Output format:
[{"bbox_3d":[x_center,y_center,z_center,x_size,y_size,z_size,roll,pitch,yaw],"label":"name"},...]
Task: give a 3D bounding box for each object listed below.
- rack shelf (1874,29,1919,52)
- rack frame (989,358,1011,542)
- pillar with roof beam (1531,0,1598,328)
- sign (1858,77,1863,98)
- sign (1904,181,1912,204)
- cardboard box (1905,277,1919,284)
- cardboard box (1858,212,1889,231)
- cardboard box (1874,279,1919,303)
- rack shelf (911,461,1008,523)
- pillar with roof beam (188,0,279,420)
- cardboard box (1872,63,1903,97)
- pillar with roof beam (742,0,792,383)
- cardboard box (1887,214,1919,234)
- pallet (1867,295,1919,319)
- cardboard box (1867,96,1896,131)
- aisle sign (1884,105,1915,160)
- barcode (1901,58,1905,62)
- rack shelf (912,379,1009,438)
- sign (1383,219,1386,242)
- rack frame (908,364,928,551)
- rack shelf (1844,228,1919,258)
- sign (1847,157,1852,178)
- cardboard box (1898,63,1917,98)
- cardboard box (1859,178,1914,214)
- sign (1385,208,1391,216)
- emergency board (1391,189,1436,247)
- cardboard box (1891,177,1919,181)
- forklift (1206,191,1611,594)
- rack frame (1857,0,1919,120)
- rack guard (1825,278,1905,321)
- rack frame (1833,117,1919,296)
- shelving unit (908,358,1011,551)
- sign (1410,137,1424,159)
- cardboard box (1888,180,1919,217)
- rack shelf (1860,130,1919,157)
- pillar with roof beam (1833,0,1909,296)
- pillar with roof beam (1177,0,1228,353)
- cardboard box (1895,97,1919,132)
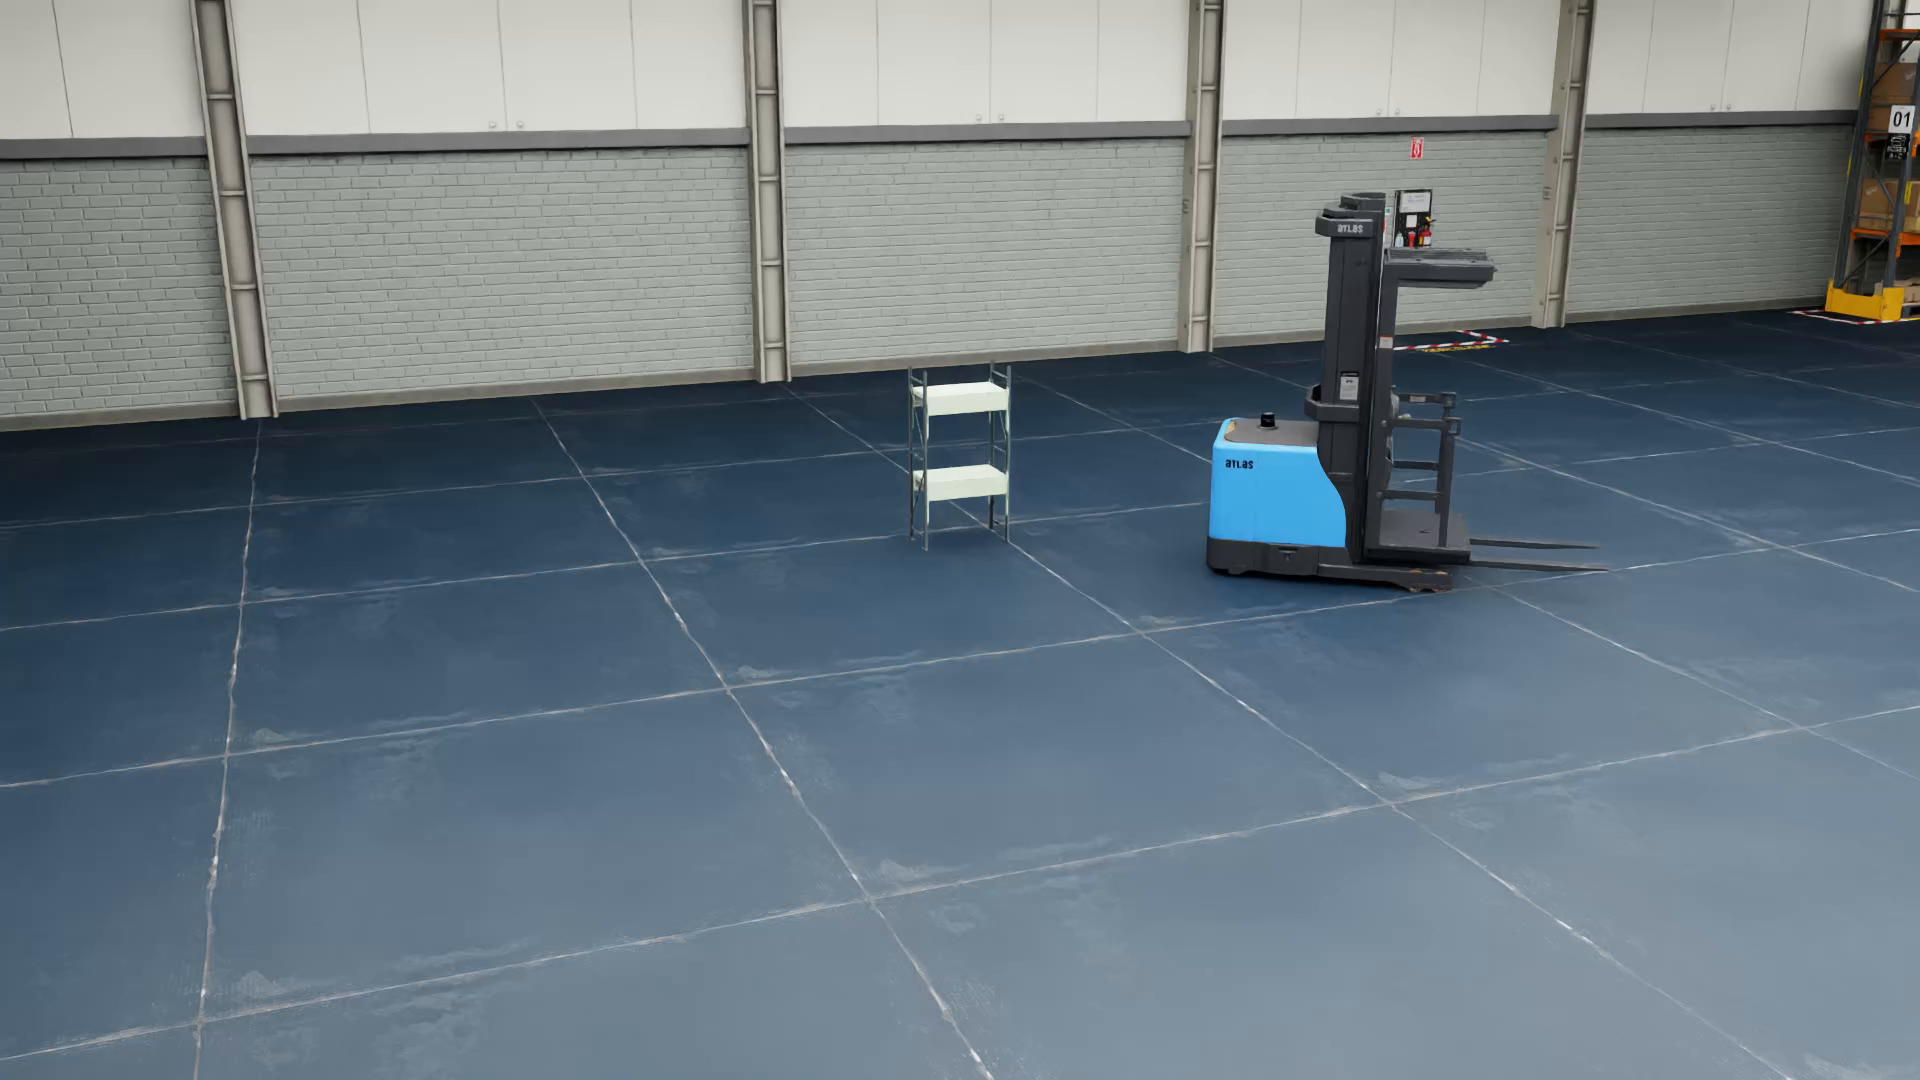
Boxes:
[{"bbox_3d":[15.977,-7.705,25.648,4.000,0.370,1.077,-6,17,-20],"label":"rack shelf"},{"bbox_3d":[0.336,-0.756,14.010,0.023,1.500,0.400,-6,17,-20],"label":"rack frame"},{"bbox_3d":[10.392,-6.411,19.957,0.400,9.000,9.100,-6,17,-20],"label":"pillar with roof beam"},{"bbox_3d":[13.930,-6.984,25.661,0.005,0.325,0.100,-6,17,-20],"label":"sign"},{"bbox_3d":[14.304,-5.244,25.096,0.005,0.325,0.100,-6,17,-20],"label":"sign"},{"bbox_3d":[15.320,-3.996,26.374,0.500,0.311,0.500,-5,17,-15],"label":"cardboard box"},{"bbox_3d":[14.477,-5.007,26.057,0.500,0.250,0.500,-6,17,-19],"label":"cardboard box"},{"bbox_3d":[14.788,-3.939,26.178,0.500,0.311,0.500,-8,18,-26],"label":"cardboard box"},{"bbox_3d":[-0.006,-0.406,13.976,0.720,0.370,0.431,-6,17,-20],"label":"rack shelf"},{"bbox_3d":[-6.417,-4.596,13.777,0.400,9.000,9.100,-6,17,-20],"label":"pillar with roof beam"},{"bbox_3d":[14.419,-7.060,25.506,0.500,0.500,0.500,-5,17,-18],"label":"cardboard box"},{"bbox_3d":[-0.814,-5.201,15.837,0.400,9.000,9.100,-6,17,-20],"label":"pillar with roof beam"},{"bbox_3d":[14.679,-4.875,25.606,0.500,0.250,0.500,-7,18,-22],"label":"cardboard box"},{"bbox_3d":[14.952,-3.714,26.371,1.213,0.211,1.003,-6,17,-20],"label":"pallet"},{"bbox_3d":[14.409,-6.577,25.635,0.500,0.500,0.500,-5,17,-16],"label":"cardboard box"},{"bbox_3d":[14.150,-6.133,25.045,0.004,0.787,0.394,-6,17,-20],"label":"aisle sign"},{"bbox_3d":[14.594,-7.429,25.734,0.075,0.075,0.001,-6,17,-20],"label":"barcode"},{"bbox_3d":[-0.006,-1.093,13.775,0.720,0.370,0.431,-6,17,-20],"label":"rack shelf"},{"bbox_3d":[5.977,-4.414,23.743,0.234,0.329,0.001,-6,17,-20],"label":"sign"},{"bbox_3d":[-0.348,-0.682,13.759,0.023,1.500,0.400,-6,17,-20],"label":"rack frame"},{"bbox_3d":[15.977,-4.828,26.492,4.000,0.370,1.077,-6,17,-20],"label":"rack shelf"},{"bbox_3d":[13.930,-5.827,26.001,0.005,0.325,0.100,-6,17,-20],"label":"sign"},{"bbox_3d":[14.556,-6.923,25.039,0.500,0.500,0.500,-8,18,-24],"label":"cardboard box"},{"bbox_3d":[14.474,-5.372,25.969,0.500,0.500,0.500,-6,18,-21],"label":"cardboard box"},{"bbox_3d":[5.984,-4.667,23.662,0.331,0.109,0.001,-6,17,-20],"label":"sign"},{"bbox_3d":[6.530,-4.426,23.845,0.643,1.169,0.194,-6,17,-20],"label":"emergency board"},{"bbox_3d":[14.947,-5.421,26.133,0.500,0.500,0.500,-6,17,-19],"label":"cardboard box"},{"bbox_3d":[3.526,-1.162,12.855,3.031,2.935,1.130,4,17,13],"label":"forklift"},{"bbox_3d":[14.110,-7.850,24.859,0.127,3.000,1.000,-6,17,-20],"label":"rack frame"},{"bbox_3d":[14.181,-3.780,26.083,0.348,0.500,1.175,-6,17,-20],"label":"rack guard"},{"bbox_3d":[14.110,-4.972,25.704,0.127,3.000,1.000,-6,17,-20],"label":"rack frame"},{"bbox_3d":[-0.006,-0.719,13.885,0.755,1.500,0.431,-6,17,-20],"label":"shelving unit"},{"bbox_3d":[6.487,-5.563,23.605,0.199,0.298,0.001,-6,17,-20],"label":"sign"},{"bbox_3d":[14.663,-5.238,25.512,0.500,0.500,0.500,-6,17,-20],"label":"cardboard box"},{"bbox_3d":[15.977,-6.267,26.070,4.000,0.370,1.077,-6,17,-20],"label":"rack shelf"},{"bbox_3d":[15.994,-7.016,22.017,0.400,9.000,9.100,-6,17,-20],"label":"pillar with roof beam"},{"bbox_3d":[4.789,-5.806,17.897,0.400,9.000,9.100,-6,17,-20],"label":"pillar with roof beam"},{"bbox_3d":[14.511,-6.436,25.156,0.500,0.500,0.500,-6,17,-19],"label":"cardboard box"}]
